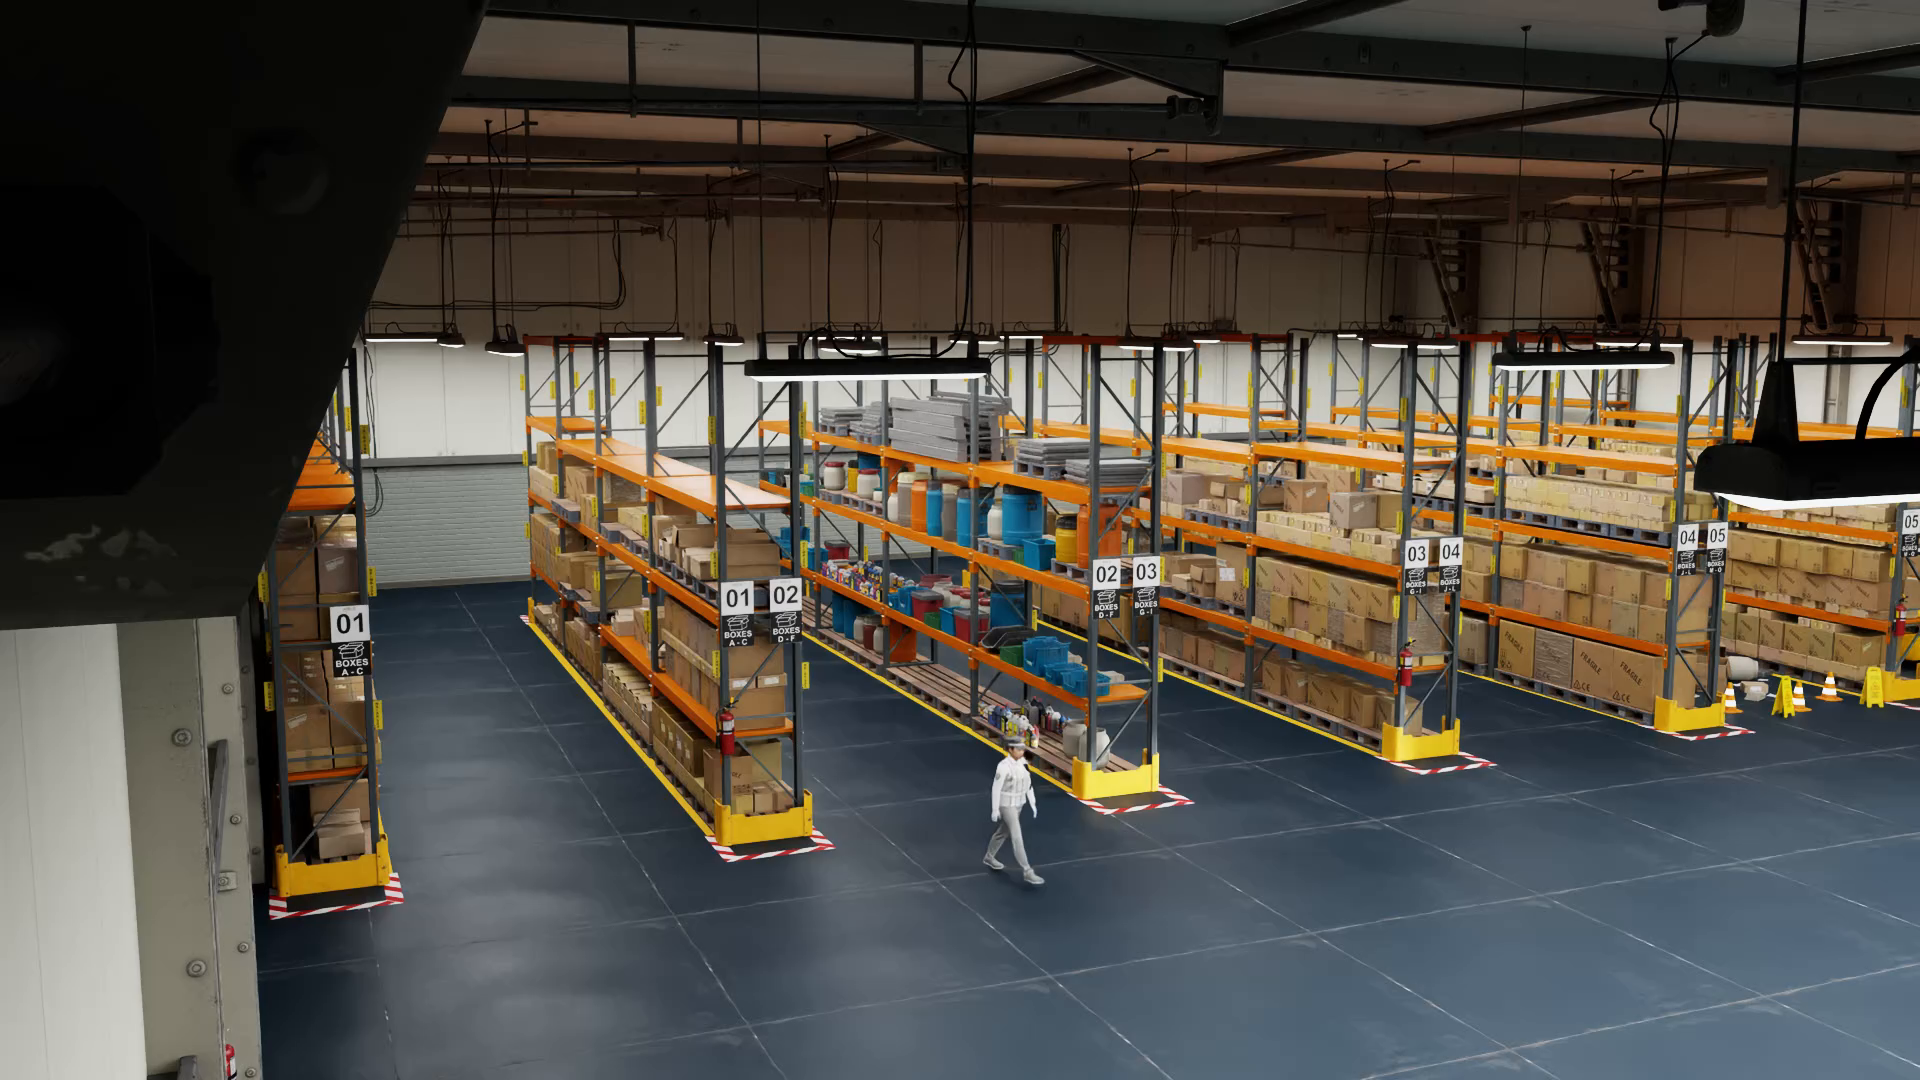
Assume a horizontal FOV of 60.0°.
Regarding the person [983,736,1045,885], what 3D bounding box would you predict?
[{"bbox_3d":[0.641,3.010,18.839,0.988,1.613,0.504,5,9,35],"label":"person"}]
